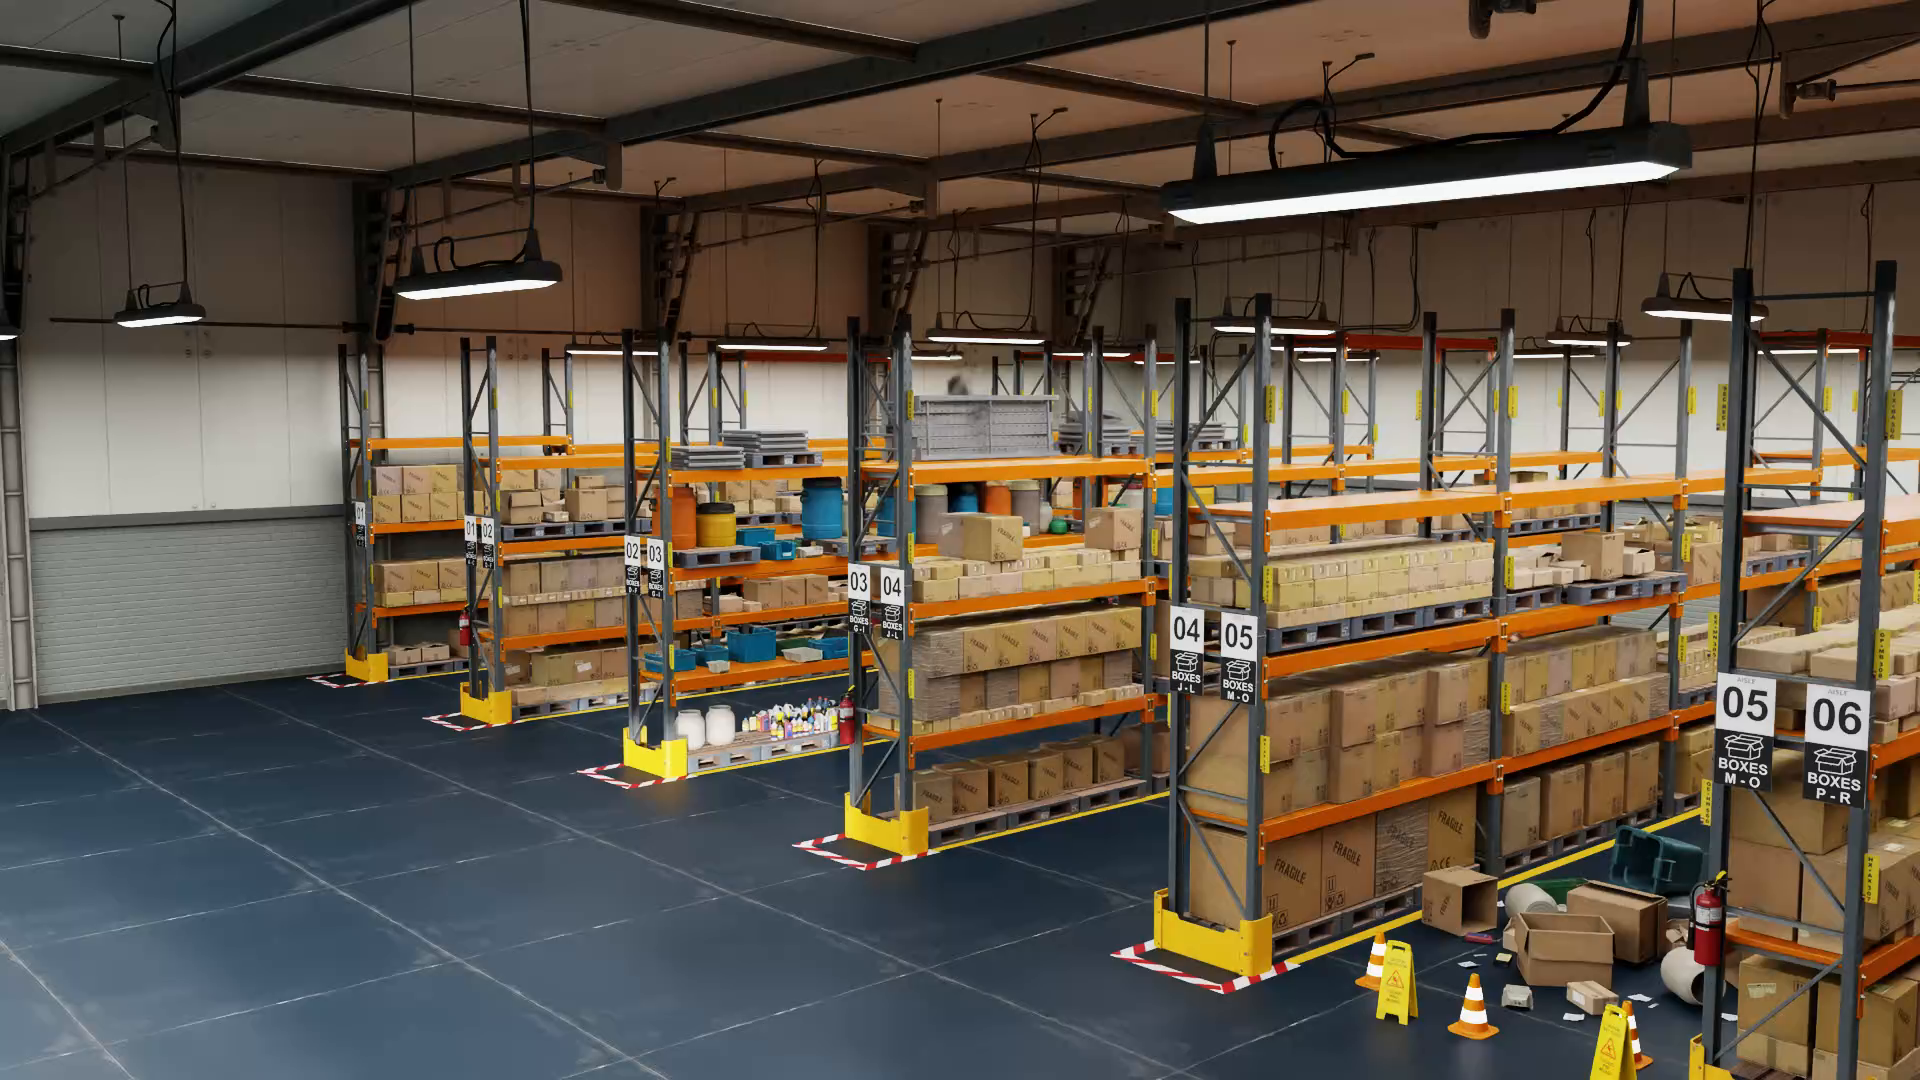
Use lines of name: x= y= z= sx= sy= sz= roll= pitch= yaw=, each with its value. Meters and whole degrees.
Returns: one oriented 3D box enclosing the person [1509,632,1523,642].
person: x=8.235 y=2.161 z=24.626 sx=0.603 sy=1.617 sz=0.549 roll=-5 pitch=7 yaw=-45
